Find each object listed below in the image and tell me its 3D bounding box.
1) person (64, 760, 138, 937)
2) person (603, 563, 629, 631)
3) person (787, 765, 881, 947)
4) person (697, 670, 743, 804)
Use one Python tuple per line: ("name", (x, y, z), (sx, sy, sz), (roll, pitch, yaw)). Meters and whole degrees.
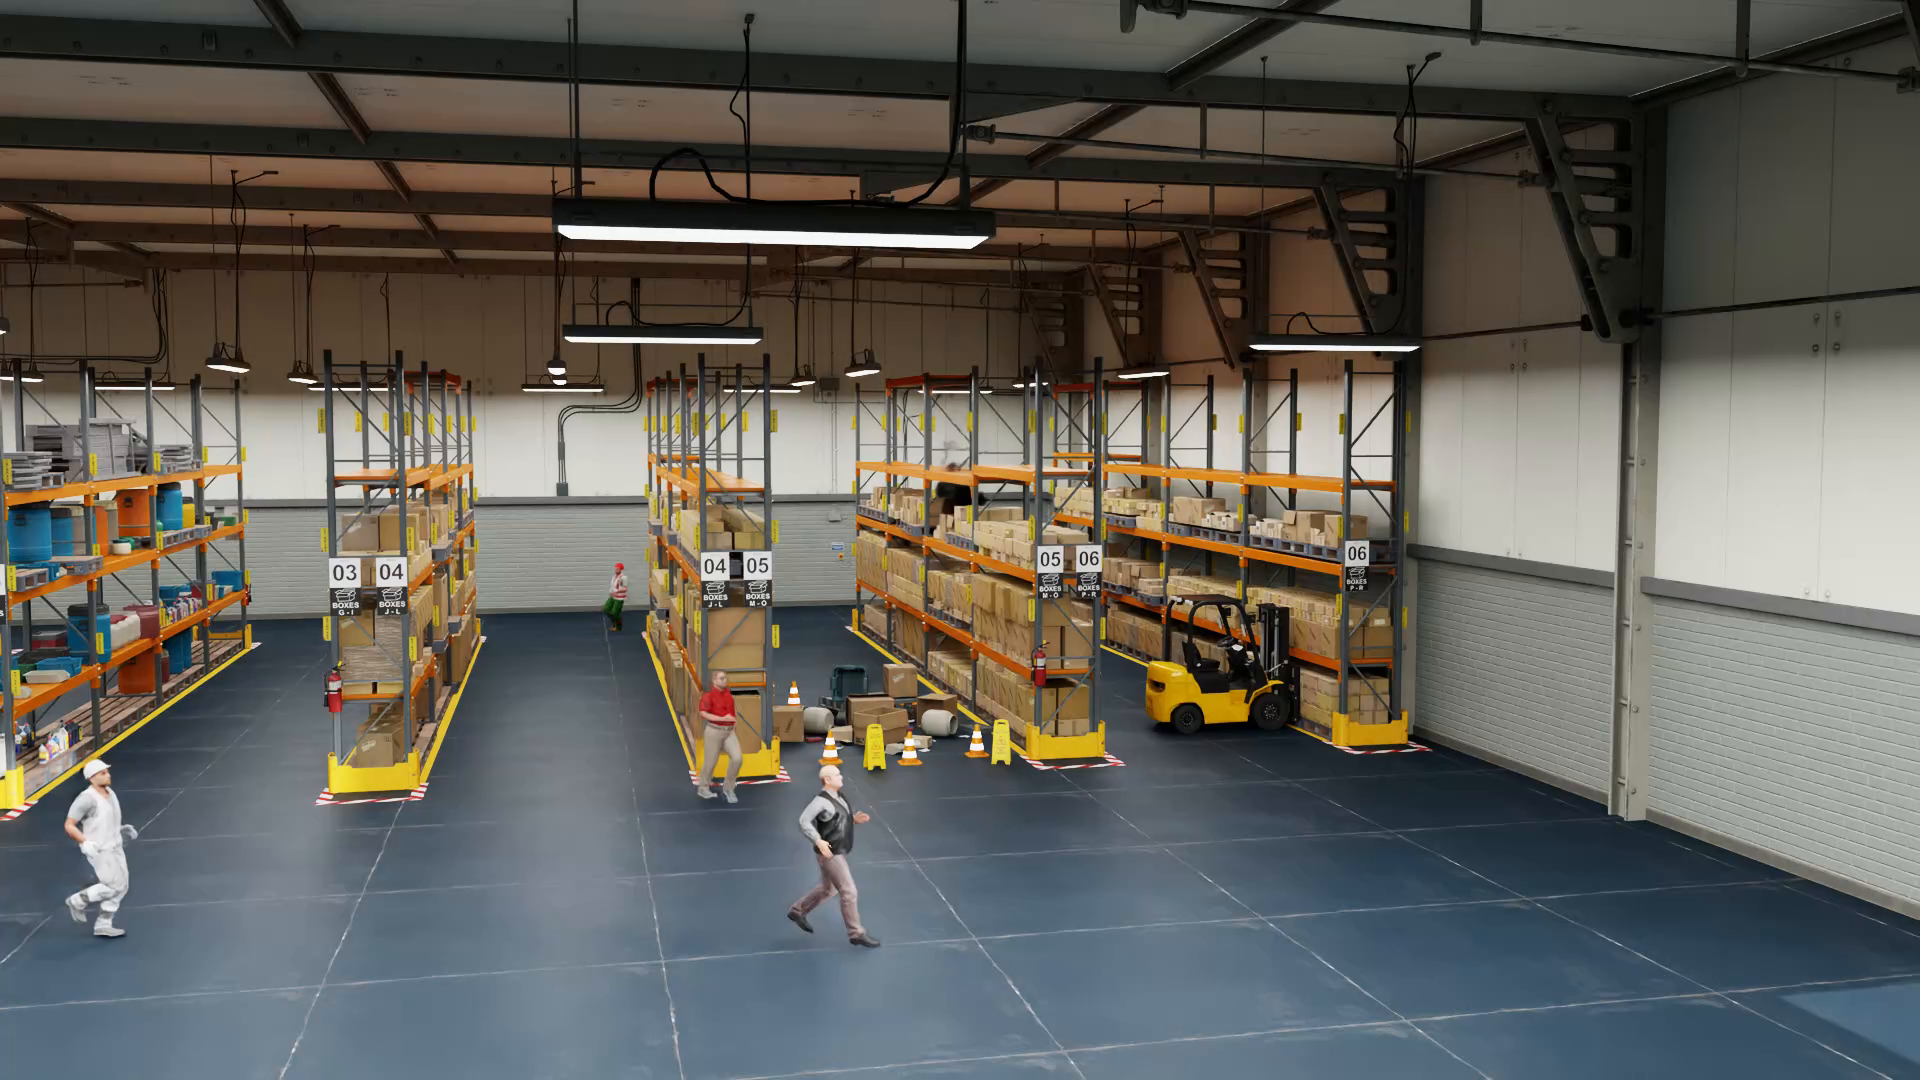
("person", (-8.389, 3.007, 16.232), (0.601, 1.738, 0.658), (0, 4, 3))
("person", (-8.223, 1.371, 39.878), (0.770, 1.685, 0.585), (3, 5, 41))
("person", (-1.219, 3.007, 15.943), (0.968, 1.709, 0.653), (1, 4, 11))
("person", (-3.161, 2.616, 22.028), (0.692, 1.779, 0.677), (3, 5, 41))
